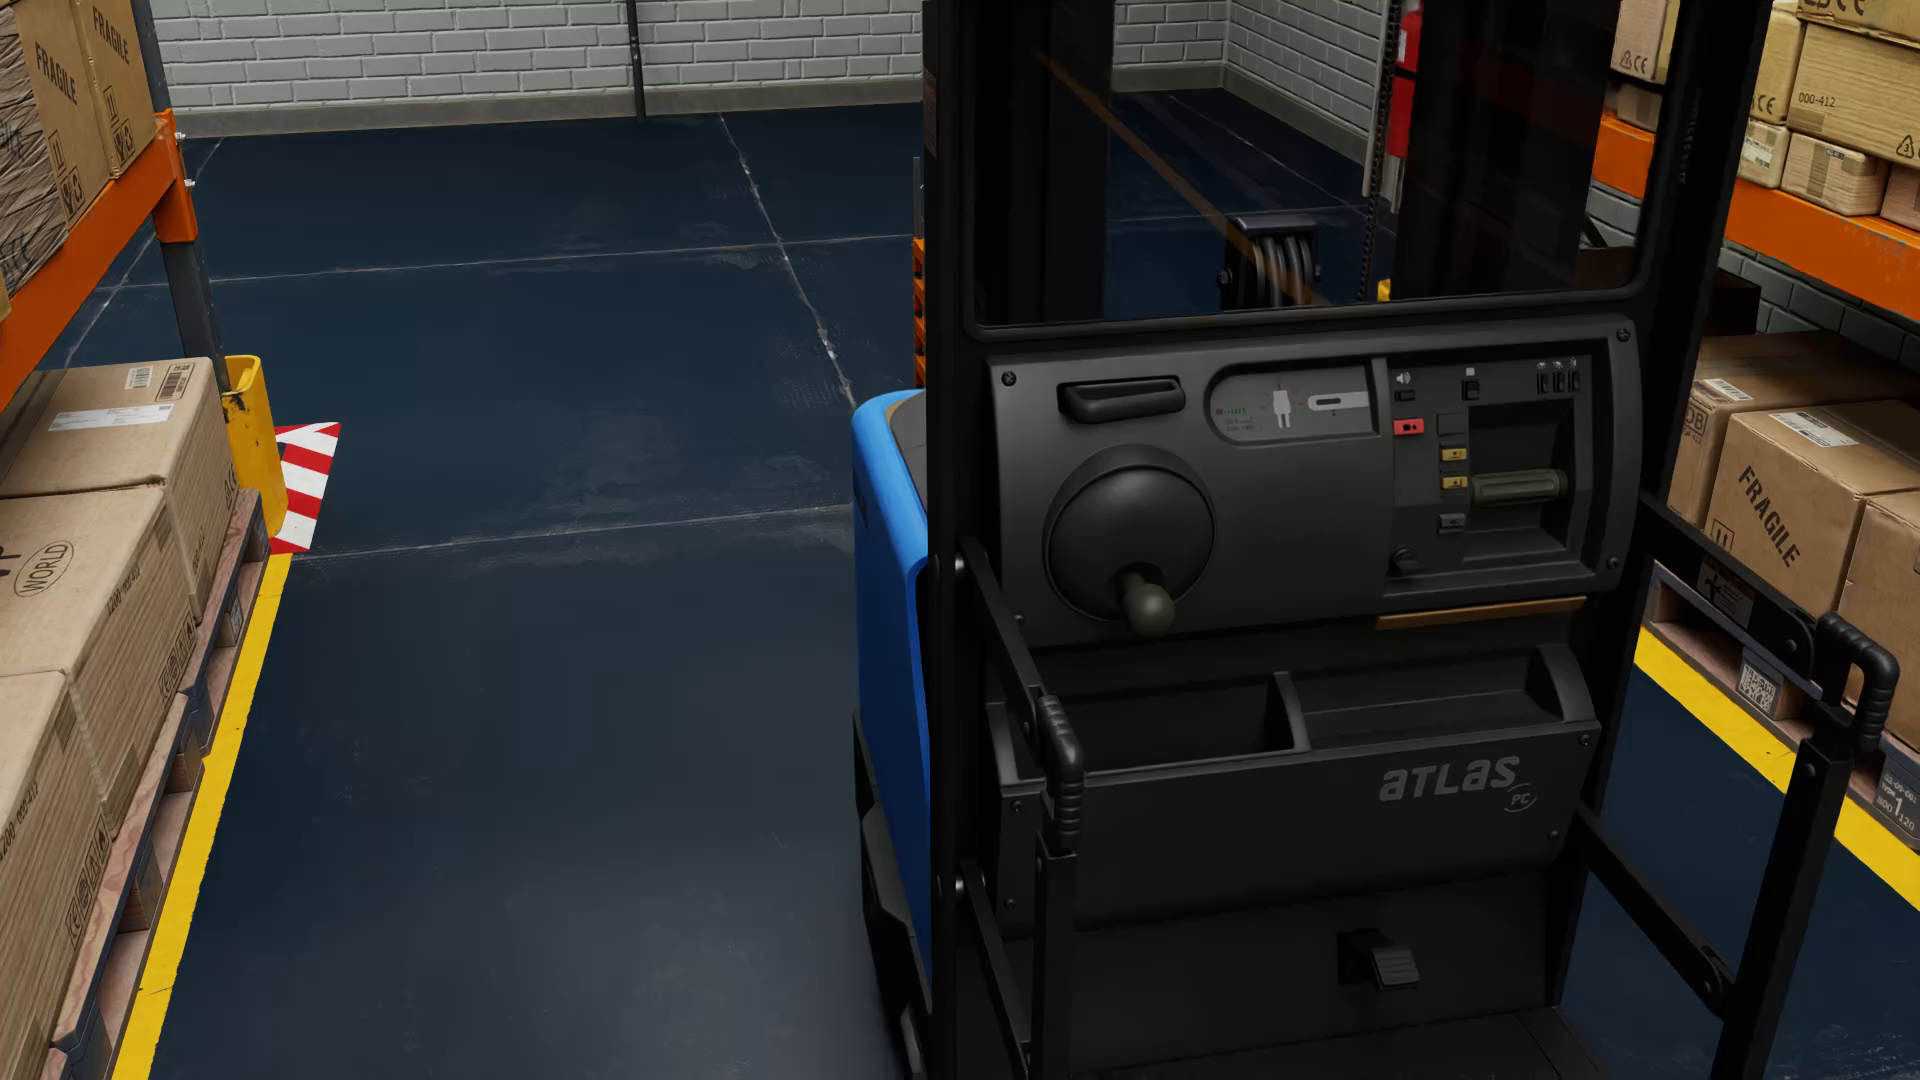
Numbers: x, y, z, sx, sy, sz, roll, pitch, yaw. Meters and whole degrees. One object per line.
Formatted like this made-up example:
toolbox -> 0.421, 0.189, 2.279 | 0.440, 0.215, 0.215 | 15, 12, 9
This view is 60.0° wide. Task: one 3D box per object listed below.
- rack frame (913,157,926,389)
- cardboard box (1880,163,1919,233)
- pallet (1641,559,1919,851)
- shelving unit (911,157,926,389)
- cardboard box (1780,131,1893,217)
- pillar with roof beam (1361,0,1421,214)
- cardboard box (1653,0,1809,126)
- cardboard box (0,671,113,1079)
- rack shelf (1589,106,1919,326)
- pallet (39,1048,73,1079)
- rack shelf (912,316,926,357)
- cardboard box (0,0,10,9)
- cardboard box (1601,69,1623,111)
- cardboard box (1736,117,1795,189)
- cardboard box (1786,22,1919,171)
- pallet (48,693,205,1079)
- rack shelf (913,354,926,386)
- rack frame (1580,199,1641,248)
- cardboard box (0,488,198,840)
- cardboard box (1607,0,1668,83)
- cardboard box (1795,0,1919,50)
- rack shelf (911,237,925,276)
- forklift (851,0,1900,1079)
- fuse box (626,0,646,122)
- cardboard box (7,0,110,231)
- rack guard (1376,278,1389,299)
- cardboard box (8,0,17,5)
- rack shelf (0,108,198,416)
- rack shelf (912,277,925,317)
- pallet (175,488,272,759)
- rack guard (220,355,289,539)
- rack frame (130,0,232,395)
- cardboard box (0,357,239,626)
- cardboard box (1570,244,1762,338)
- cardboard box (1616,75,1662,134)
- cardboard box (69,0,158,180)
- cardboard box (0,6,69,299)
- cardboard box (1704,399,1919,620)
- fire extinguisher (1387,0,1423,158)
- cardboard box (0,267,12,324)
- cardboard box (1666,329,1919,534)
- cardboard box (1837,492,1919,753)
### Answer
rack frame -> -0.017, -0.569, 5.047 | 0.240, 1.200, 0.006 | -6, 27, -12
cardboard box -> 2.331, -0.775, 3.736 | 0.380, 0.149, 0.250 | -6, 27, -12
pallet -> 2.547, 0.313, 4.396 | 1.003, 0.211, 1.213 | -6, 27, -12
shelving unit -> 0.003, -0.529, 4.967 | 0.258, 1.200, 0.189 | -6, 27, -12
cardboard box -> 2.205, -0.881, 3.946 | 0.380, 0.149, 0.250 | -5, 27, -10
pillar with roof beam -> -1.846, -5.366, 5.894 | 9.100, 9.000, 0.400 | -6, 27, -12
cardboard box -> 2.149, -1.246, 4.225 | 0.500, 0.250, 0.500 | -6, 27, -13
cardboard box -> -2.095, 0.689, 2.934 | 0.875, 0.438, 0.875 | -7, 28, -13
rack shelf -> 2.528, -0.651, 4.008 | 1.077, 0.370, 4.000 | -6, 27, -12
pallet -> -1.951, 1.315, 2.410 | 1.003, 0.211, 1.213 | -6, 27, -12
rack shelf -> 0.003, -0.597, 4.933 | 0.258, 0.103, 0.180 | -6, 27, -12
cardboard box -> -2.162, -1.204, 3.085 | 0.500, 0.500, 0.500 | -6, 27, -12
cardboard box -> 2.080, -1.347, 4.868 | 0.380, 0.149, 0.250 | -6, 27, -12
cardboard box -> 2.126, -0.995, 4.171 | 0.380, 0.149, 0.250 | -7, 28, -13
cardboard box -> 2.285, -1.023, 3.785 | 0.500, 0.250, 0.500 | -7, 28, -13
pallet -> -2.230, 0.778, 3.474 | 1.003, 0.211, 1.213 | -6, 27, -12
rack shelf -> 0.003, -0.490, 4.987 | 0.258, 0.103, 0.180 | -6, 27, -12
rack frame -> 2.077, -1.850, 5.586 | 1.000, 3.000, 0.127 | -6, 27, -12
cardboard box -> -2.297, 0.293, 3.718 | 0.875, 0.438, 0.875 | -5, 27, -10
cardboard box -> 2.031, -1.468, 4.665 | 0.500, 0.250, 0.500 | -6, 27, -11
cardboard box -> 2.256, -1.365, 3.630 | 0.500, 0.500, 0.500 | -5, 27, -10
rack shelf -> 0.003, -0.811, 4.825 | 0.258, 0.103, 0.180 | -6, 27, -12
forklift -> 0.544, -0.051, 2.098 | 1.130, 2.935, 3.031 | -5, 27, -10
fuse box -> -1.972, -3.391, 10.070 | 0.539, 1.711, 0.414 | -6, 27, -12
cardboard box -> -2.293, -0.982, 3.756 | 0.500, 0.500, 0.500 | -7, 28, -13
rack guard -> 2.095, -0.700, 6.083 | 1.175, 0.500, 0.348 | -6, 27, -12
cardboard box -> -2.271, -1.421, 3.516 | 0.500, 0.500, 0.500 | -6, 27, -11
rack shelf -> -2.307, -0.145, 3.007 | 1.077, 0.370, 4.000 | -6, 27, -12
rack shelf -> 0.003, -0.704, 4.879 | 0.258, 0.103, 0.180 | -6, 27, -12
pallet -> -2.501, 0.244, 4.533 | 1.003, 0.211, 1.213 | -6, 27, -12
rack guard -> -2.763, -0.239, 5.168 | 1.175, 0.500, 0.348 | -6, 27, -12
rack frame -> -2.758, -1.344, 4.584 | 1.000, 3.000, 0.127 | -6, 27, -12
cardboard box -> -2.511, -0.108, 4.513 | 0.875, 0.438, 0.875 | -7, 28, -13
cardboard box -> 2.123, -0.645, 5.503 | 0.797, 0.503, 0.637 | -7, 28, -14
cardboard box -> 2.077, -1.229, 4.636 | 0.380, 0.149, 0.250 | -5, 27, -10
cardboard box -> -2.391, -1.204, 4.195 | 0.500, 0.500, 0.500 | -6, 27, -11
cardboard box -> -2.167, -0.757, 3.310 | 0.500, 0.500, 0.500 | -5, 27, -10
cardboard box -> 2.299, -0.022, 4.272 | 0.500, 0.500, 0.500 | -5, 27, -11
fire extinguisher -> 1.594, -1.666, 5.722 | 0.296, 0.674, 0.183 | -6, 27, -12
cardboard box -> -2.038, -0.532, 2.864 | 0.500, 0.500, 0.500 | -5, 27, -10
cardboard box -> 2.278, -0.264, 4.752 | 0.700, 0.500, 0.500 | -5, 27, -9
cardboard box -> 2.512, 0.192, 3.849 | 0.700, 0.500, 0.500 | -7, 28, -14
